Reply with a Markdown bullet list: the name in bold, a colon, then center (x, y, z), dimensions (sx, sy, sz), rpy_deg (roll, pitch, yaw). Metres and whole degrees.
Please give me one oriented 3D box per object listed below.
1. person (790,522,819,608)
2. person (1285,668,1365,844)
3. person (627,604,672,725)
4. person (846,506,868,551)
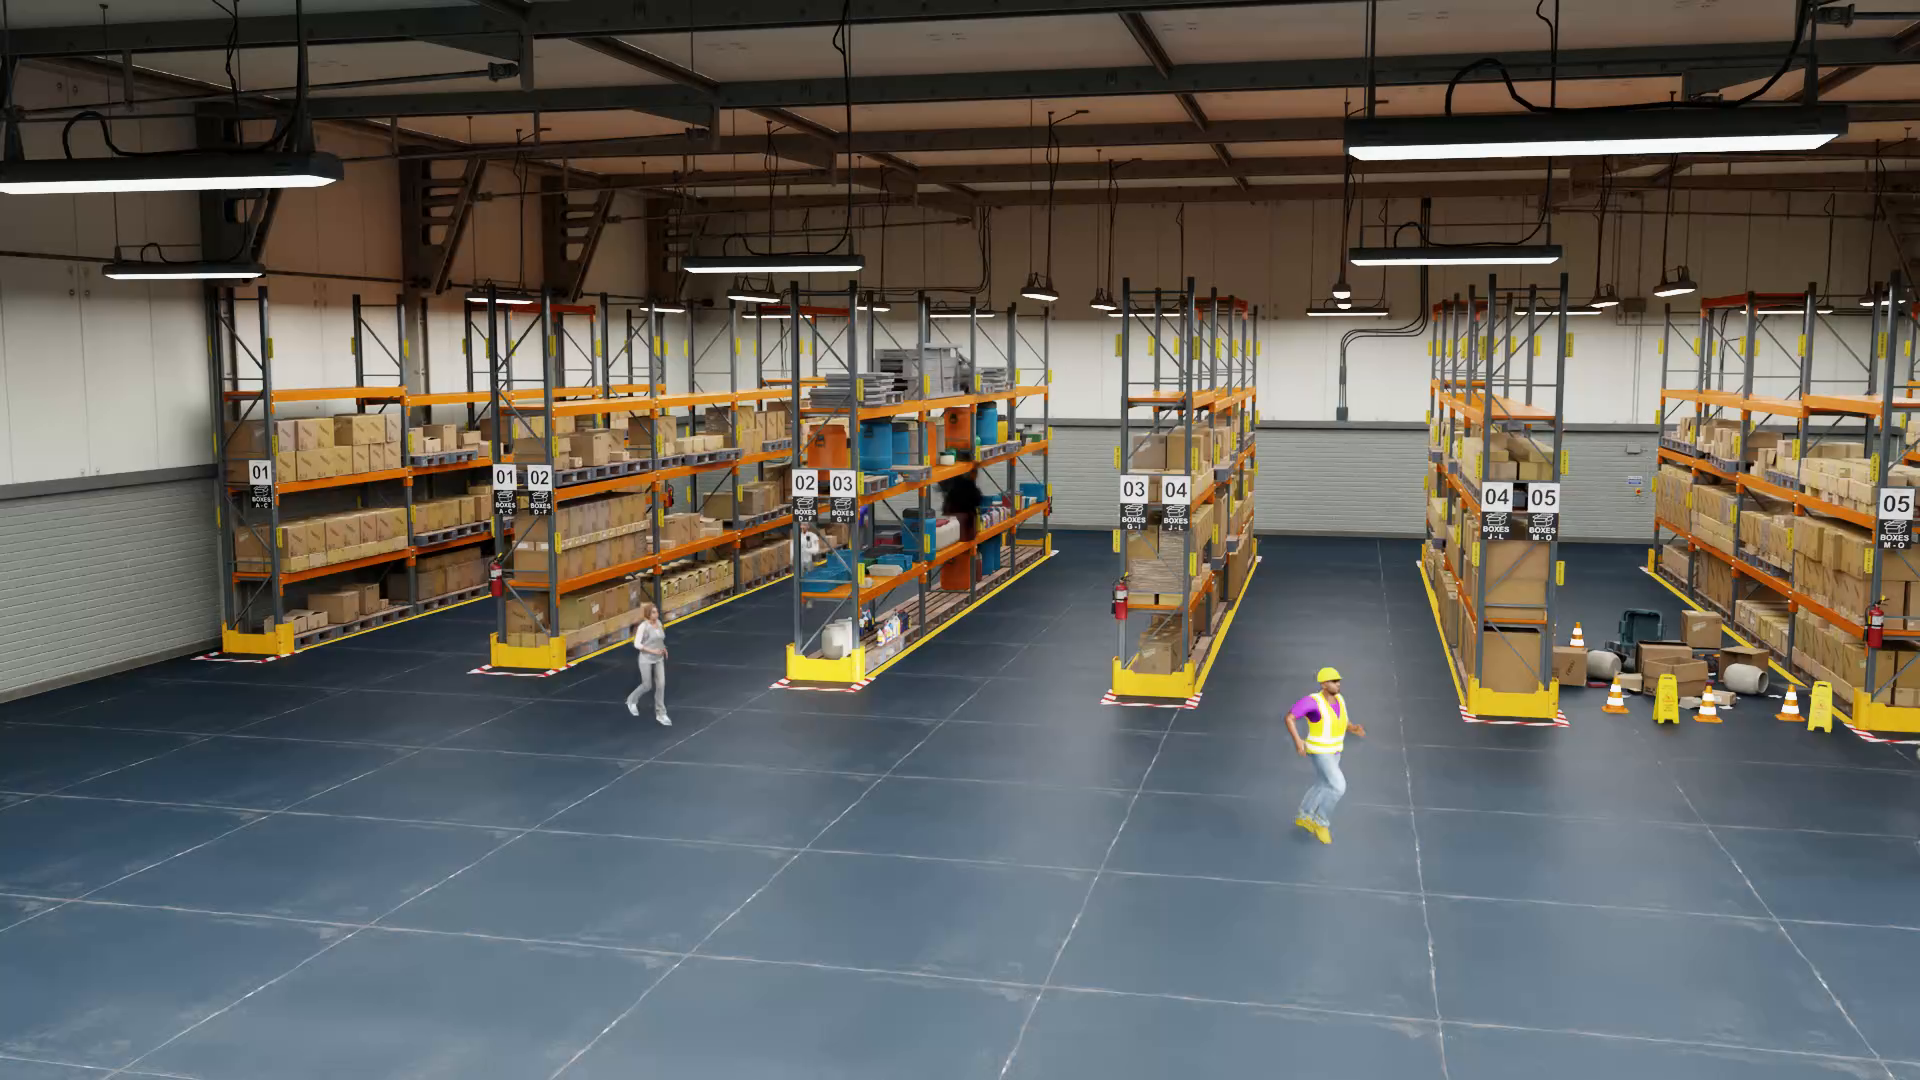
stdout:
- **person**: center (-2.798, 0.474, 29.797), dimensions (0.576, 1.793, 0.705), rpy_deg (0, 7, 4)
- **person**: center (3.759, 2.196, 17.026), dimensions (0.739, 1.802, 0.683), rpy_deg (6, 9, 44)
- **person**: center (-4.170, 1.663, 22.358), dimensions (0.770, 1.588, 0.565), rpy_deg (5, 8, 39)
- **person**: center (-2.180, -0.145, 35.304), dimensions (0.579, 1.671, 0.786), rpy_deg (0, 7, 2)
